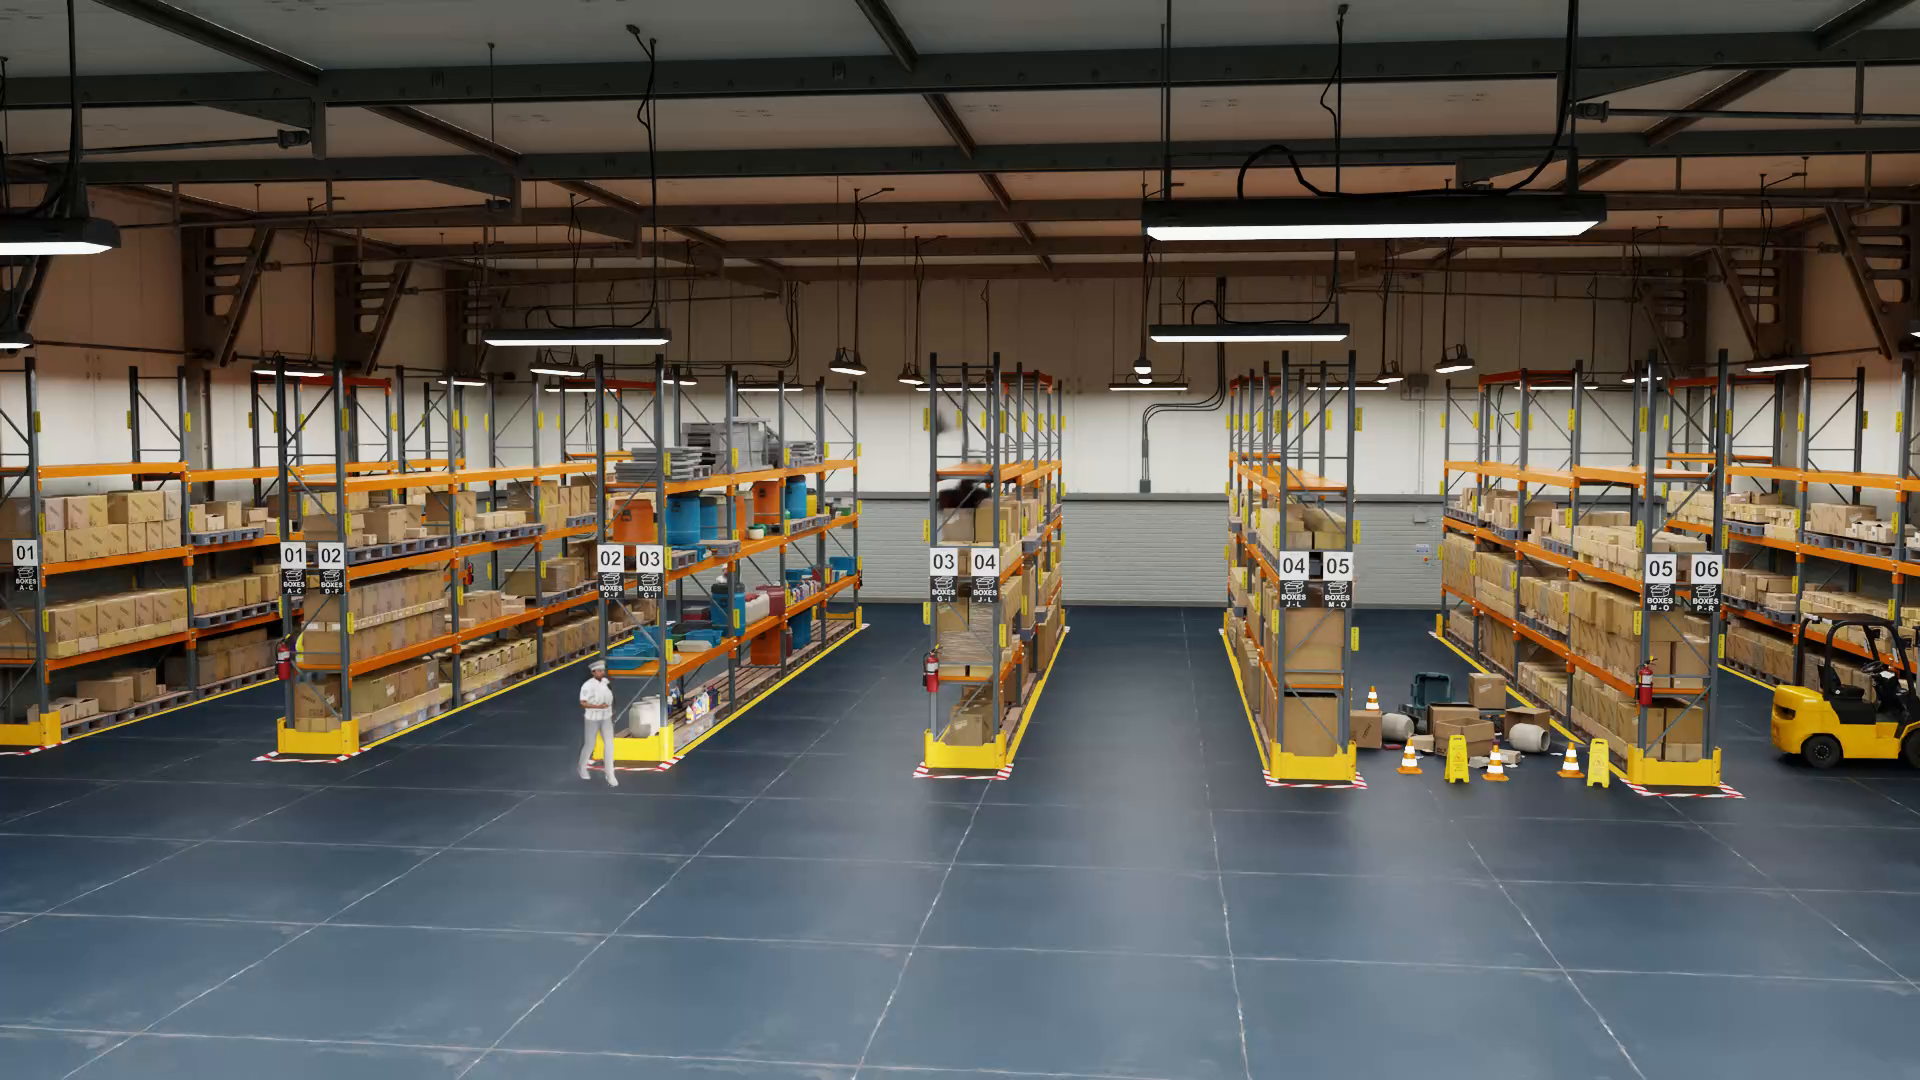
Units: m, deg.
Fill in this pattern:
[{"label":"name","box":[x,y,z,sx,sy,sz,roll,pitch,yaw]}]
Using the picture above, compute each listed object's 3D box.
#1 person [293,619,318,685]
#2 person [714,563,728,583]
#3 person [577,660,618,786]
[{"label":"person","box":[-10.964,2.160,28.002,0.714,1.733,0.791,0,4,3]},{"label":"person","box":[-5.347,1.435,38.013,0.631,1.829,0.820,0,4,0]},{"label":"person","box":[-5.018,2.506,23.060,0.582,1.712,0.824,-4,5,-42]}]
